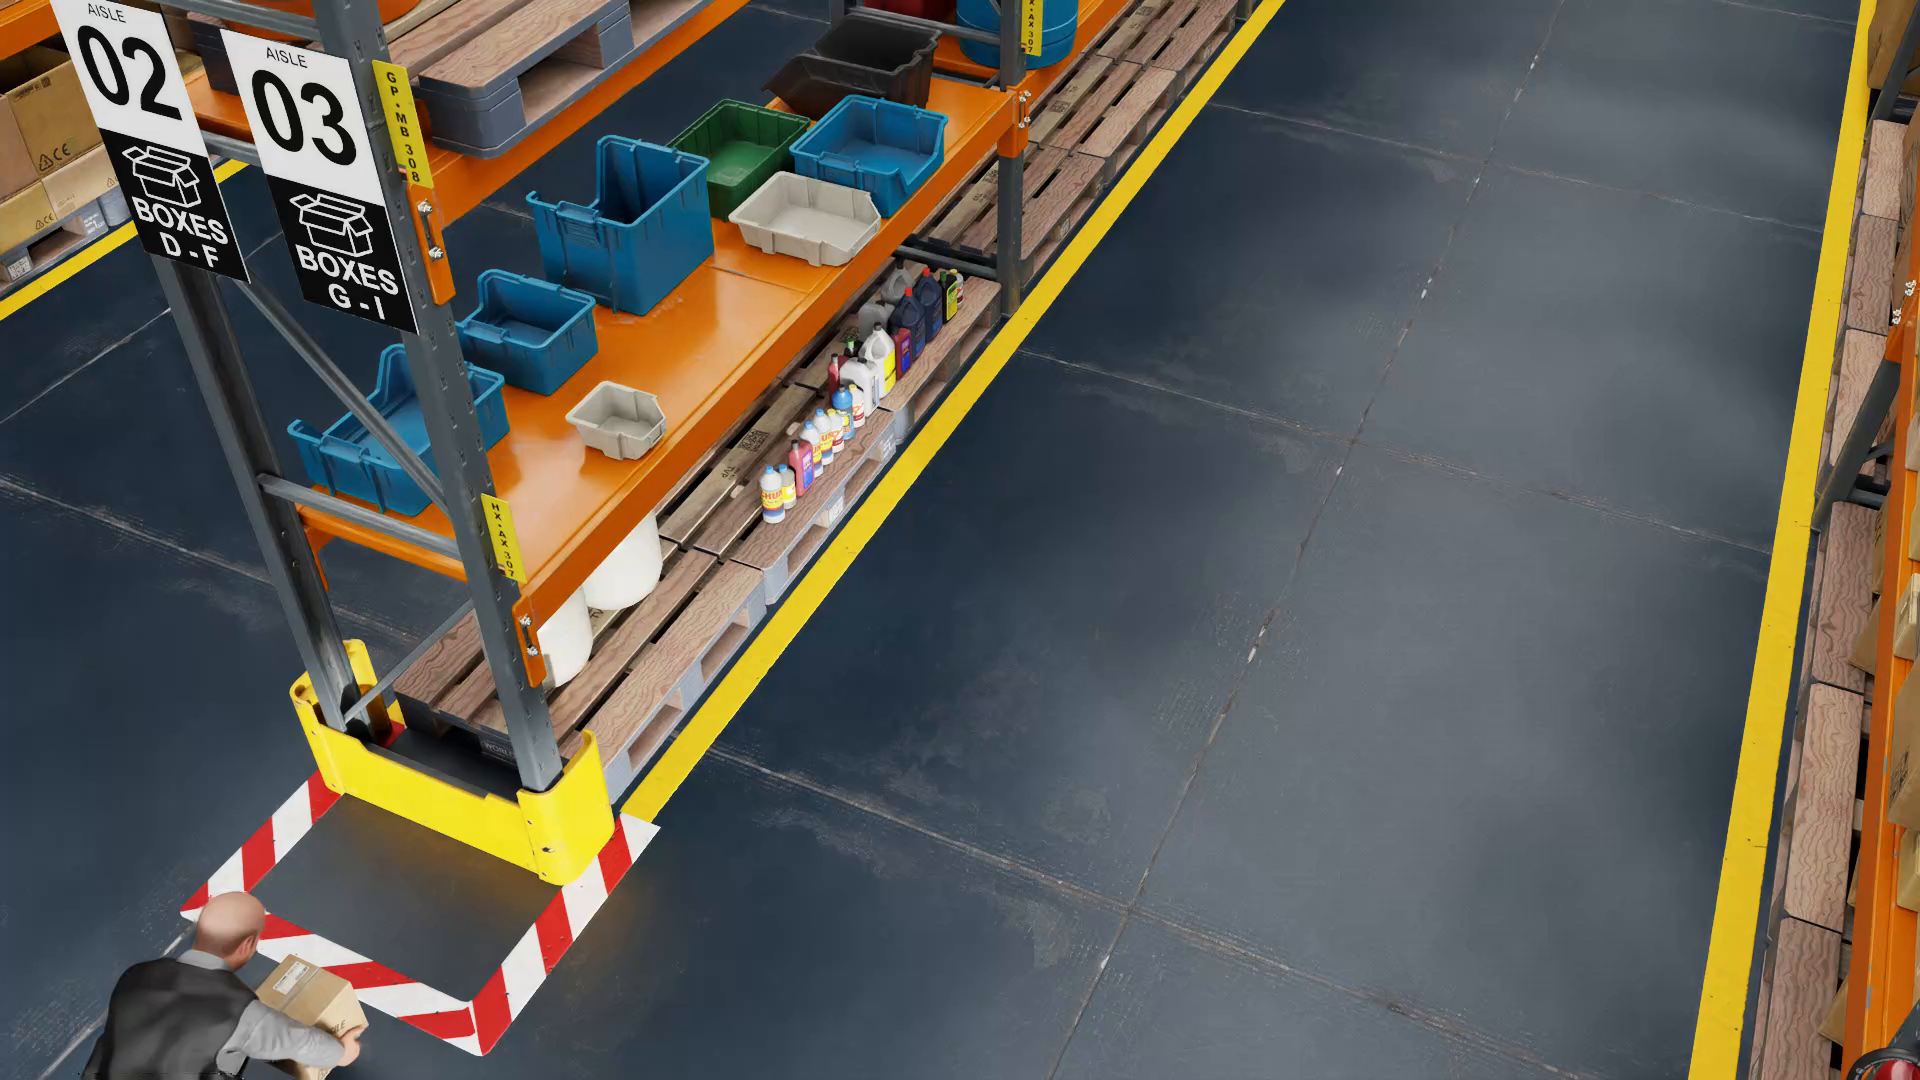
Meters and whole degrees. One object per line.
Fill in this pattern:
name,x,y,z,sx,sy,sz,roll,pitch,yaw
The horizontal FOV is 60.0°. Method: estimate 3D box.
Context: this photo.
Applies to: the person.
person,-2.241,1.617,4.945,0.508,0.961,0.898,16,44,17
